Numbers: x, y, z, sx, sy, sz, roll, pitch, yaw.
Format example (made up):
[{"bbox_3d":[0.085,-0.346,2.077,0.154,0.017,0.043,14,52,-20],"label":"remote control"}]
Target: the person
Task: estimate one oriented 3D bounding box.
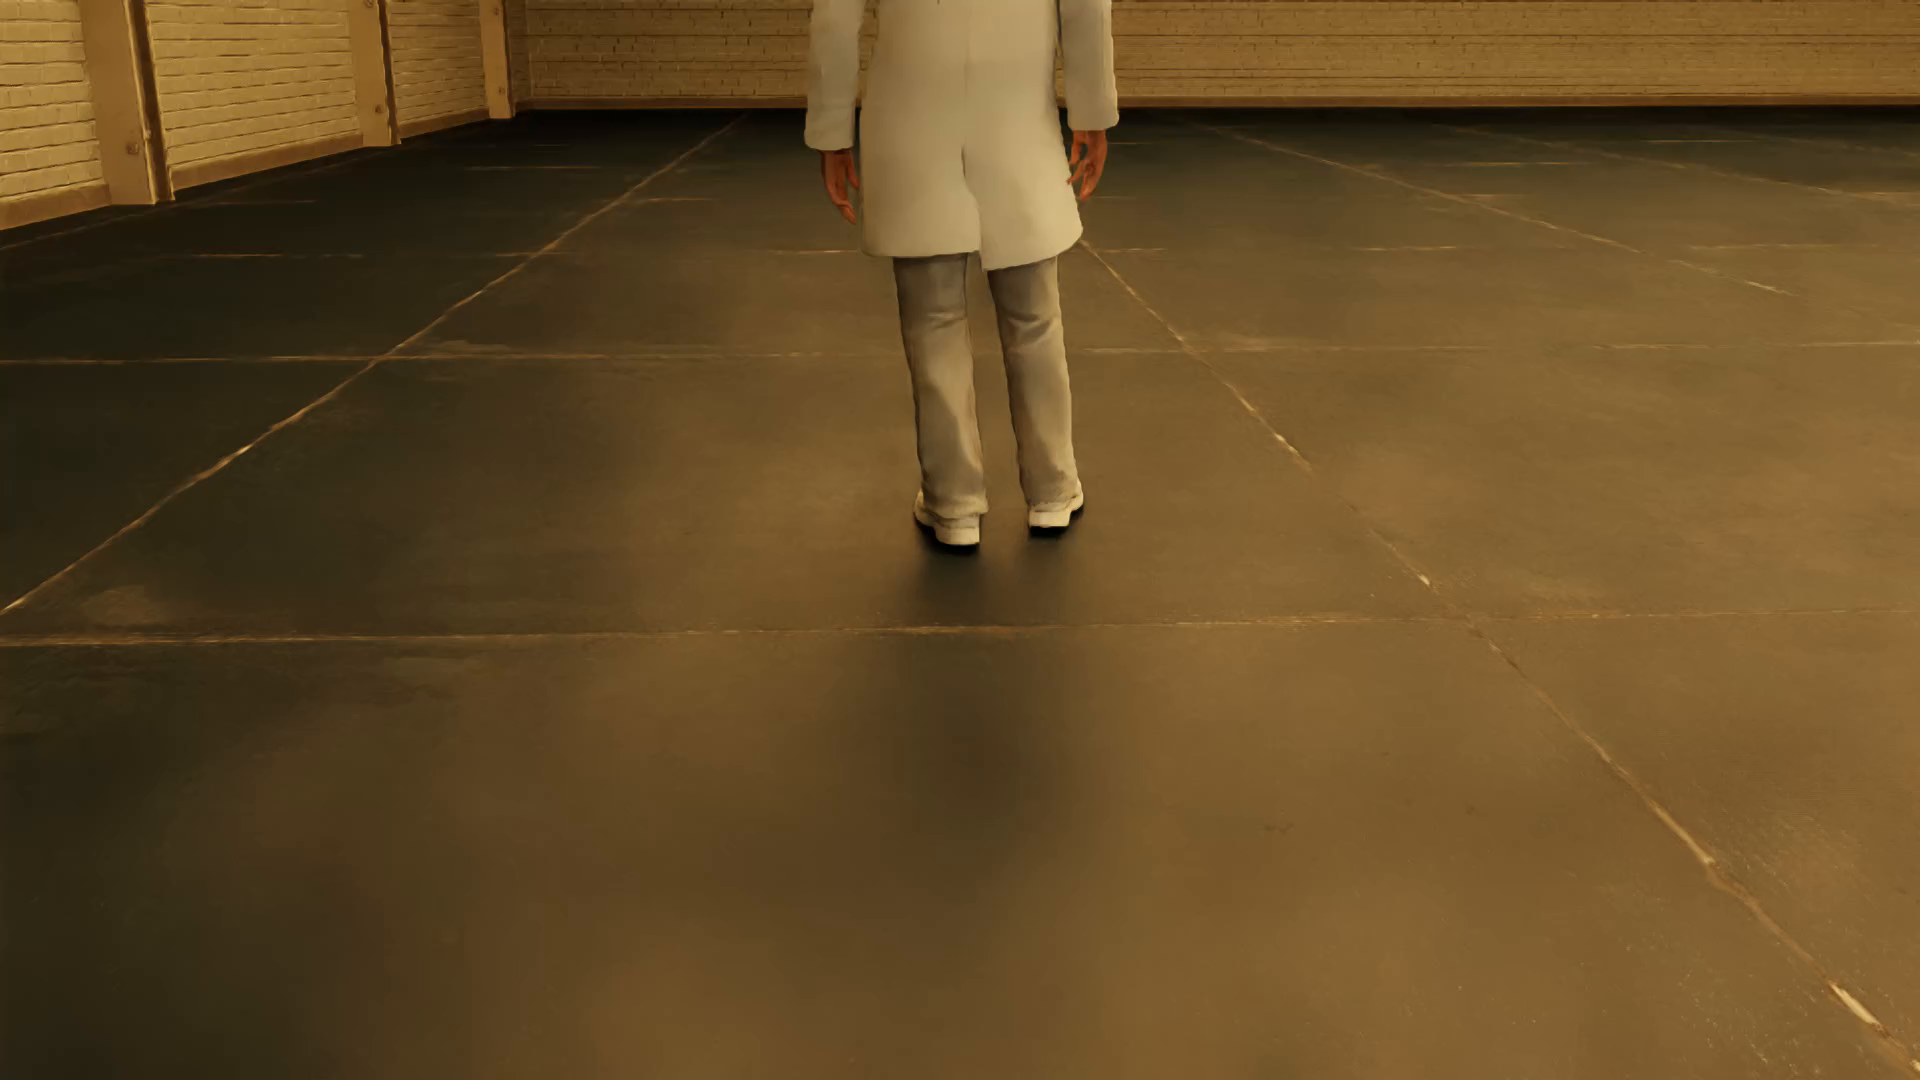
[{"bbox_3d":[0.000,-0.883,3.743,0.694,1.776,0.579,-1,17,-3],"label":"person"}]
